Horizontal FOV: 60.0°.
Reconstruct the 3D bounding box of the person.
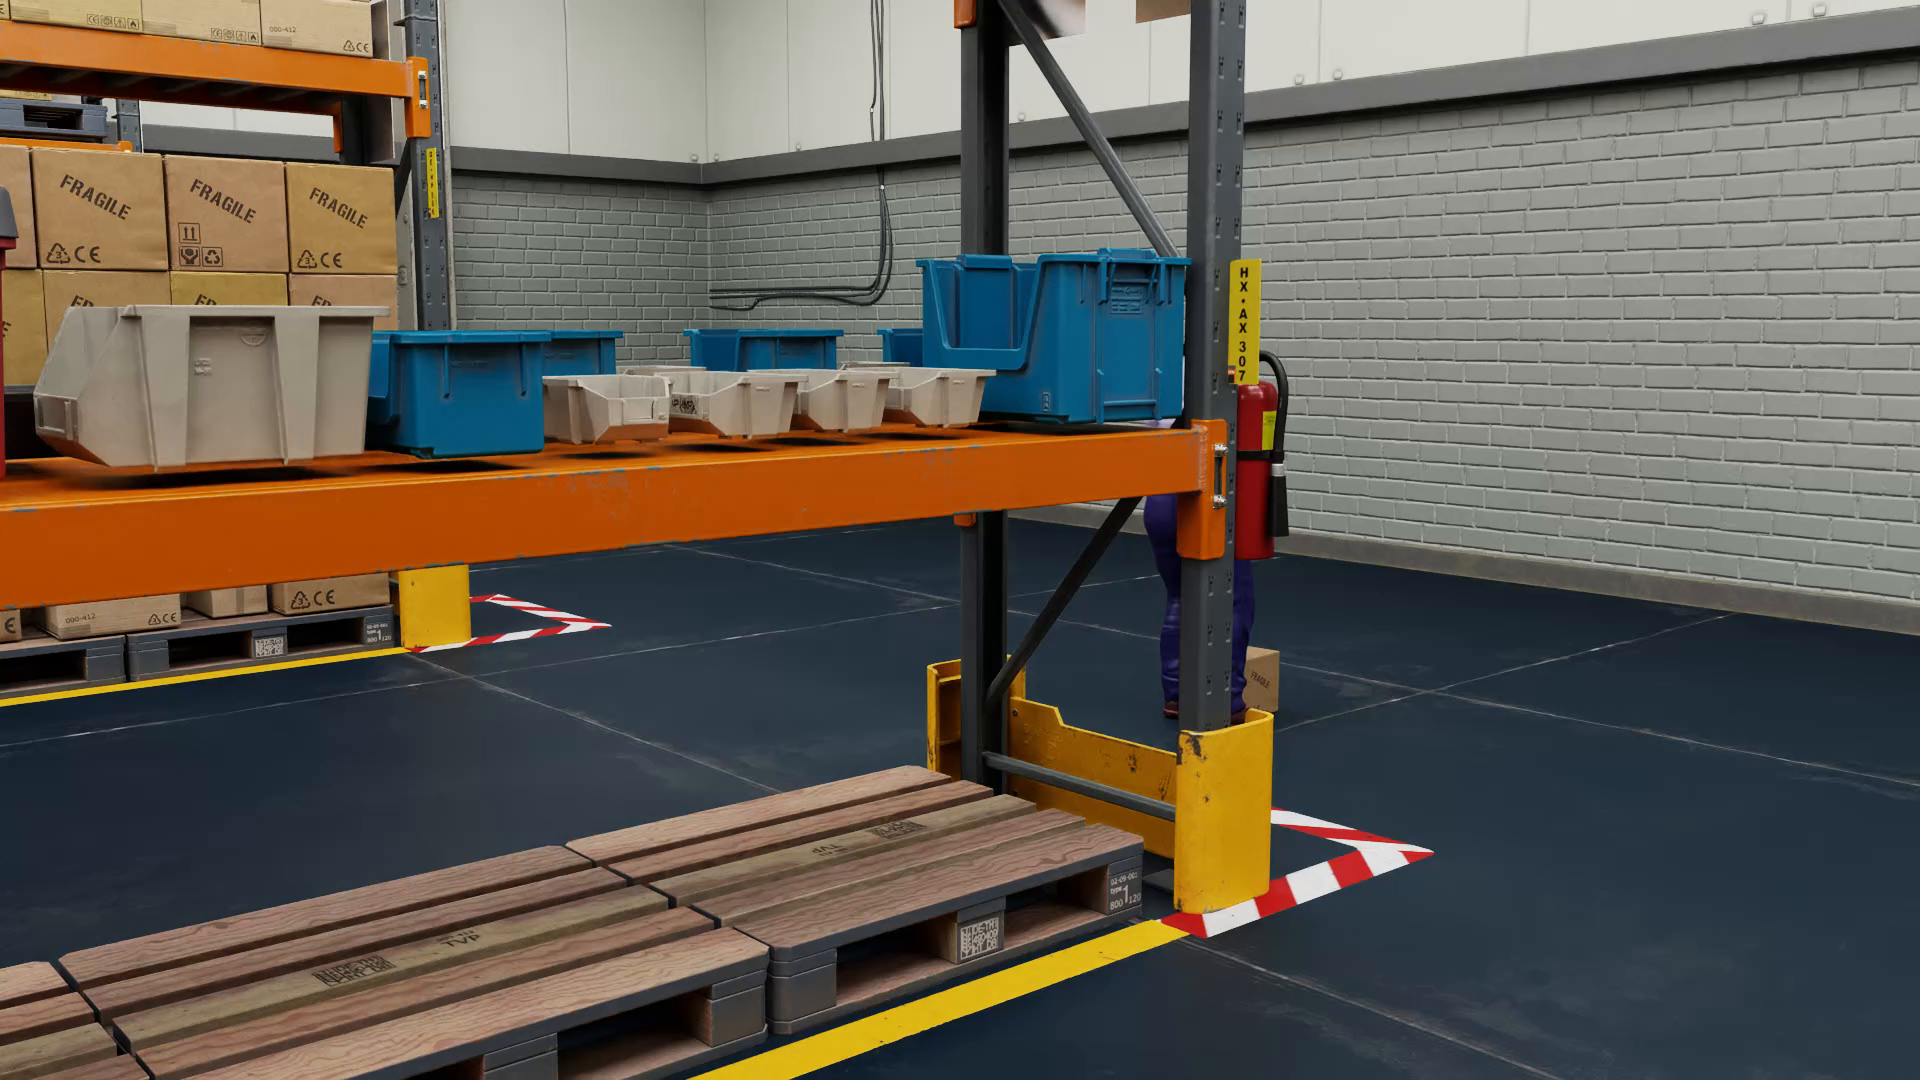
[{"bbox_3d":[0.970,-0.097,6.557,0.415,1.651,0.546,-7,10,-41],"label":"person"}]
